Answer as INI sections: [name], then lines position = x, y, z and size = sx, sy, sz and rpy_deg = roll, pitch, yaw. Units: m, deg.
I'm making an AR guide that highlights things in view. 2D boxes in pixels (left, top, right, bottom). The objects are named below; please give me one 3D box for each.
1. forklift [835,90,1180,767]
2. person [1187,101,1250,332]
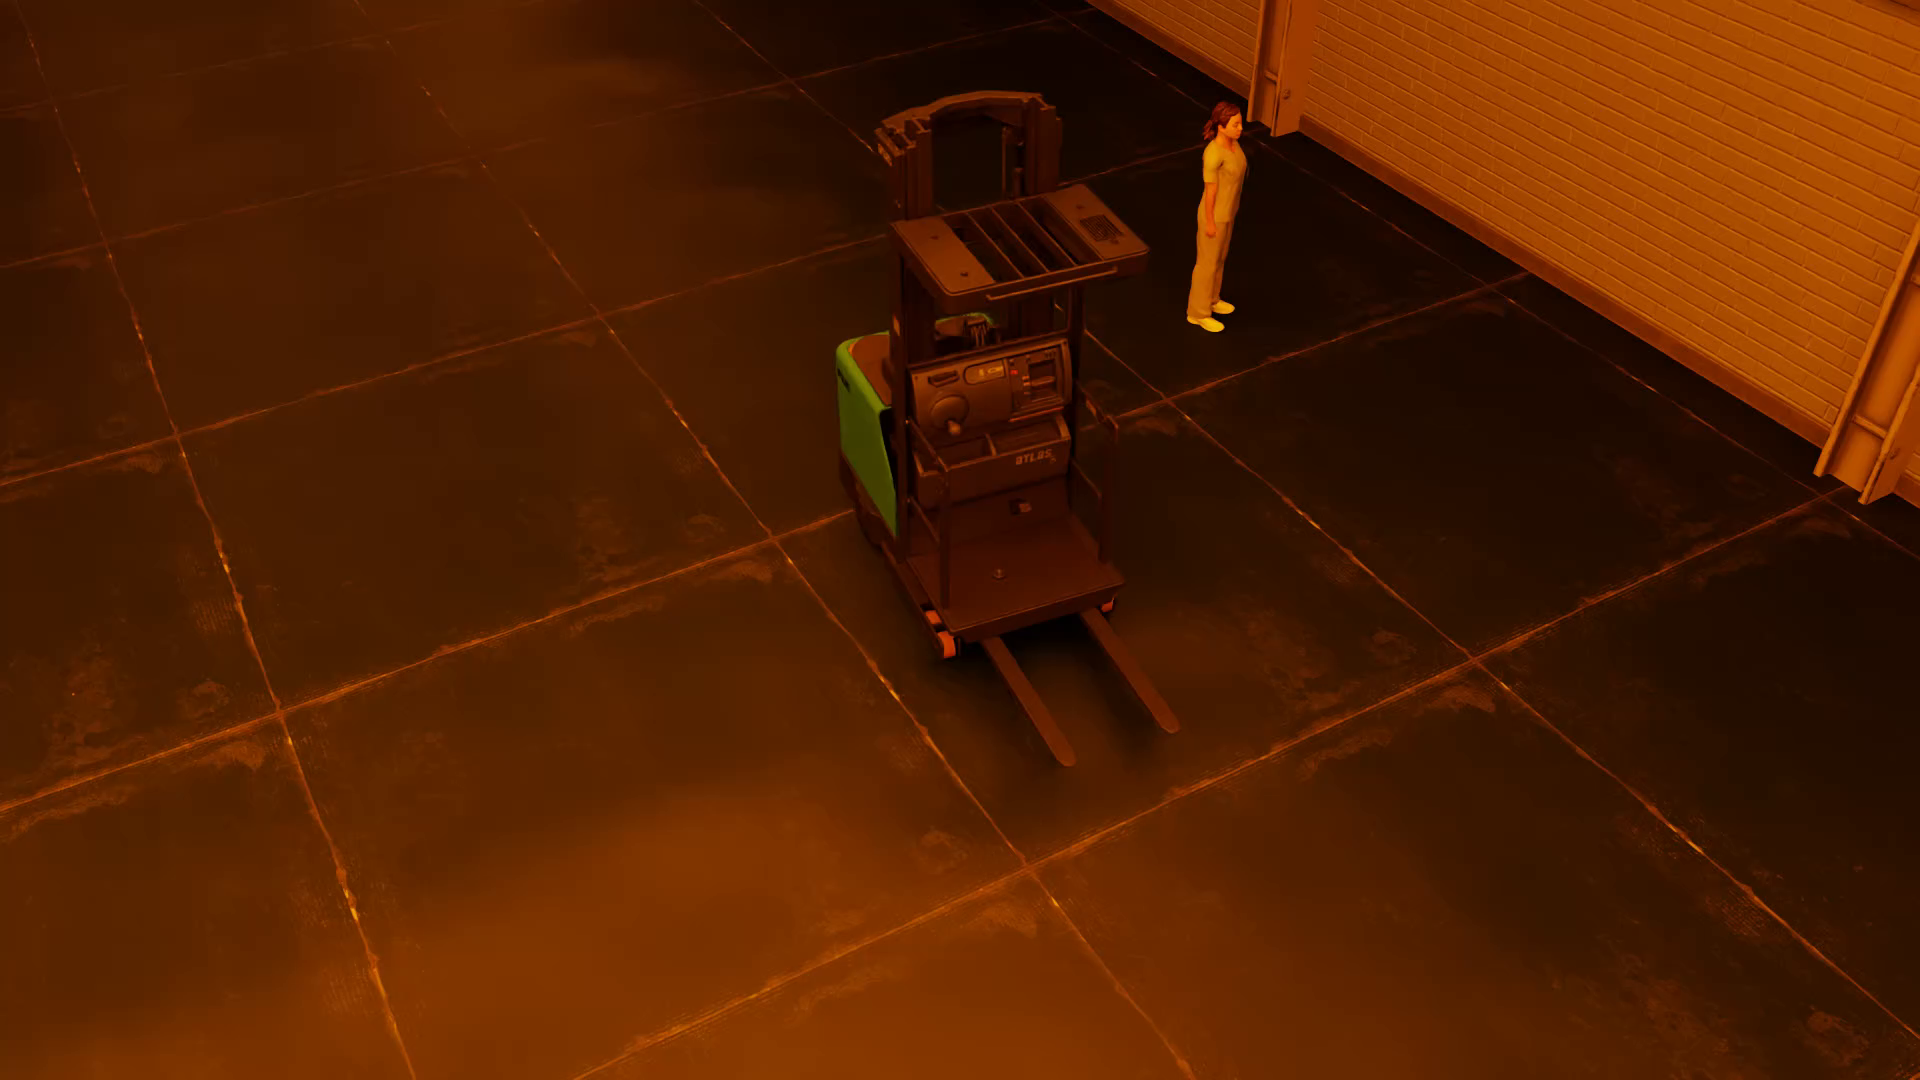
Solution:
[forklift]
position = 0.265, -0.759, 8.951
size = 1.130, 2.935, 3.031
rpy_deg = -15, 42, -17
[person]
position = 1.837, -2.312, 11.809
size = 0.369, 1.673, 0.437
rpy_deg = 17, 43, 19
